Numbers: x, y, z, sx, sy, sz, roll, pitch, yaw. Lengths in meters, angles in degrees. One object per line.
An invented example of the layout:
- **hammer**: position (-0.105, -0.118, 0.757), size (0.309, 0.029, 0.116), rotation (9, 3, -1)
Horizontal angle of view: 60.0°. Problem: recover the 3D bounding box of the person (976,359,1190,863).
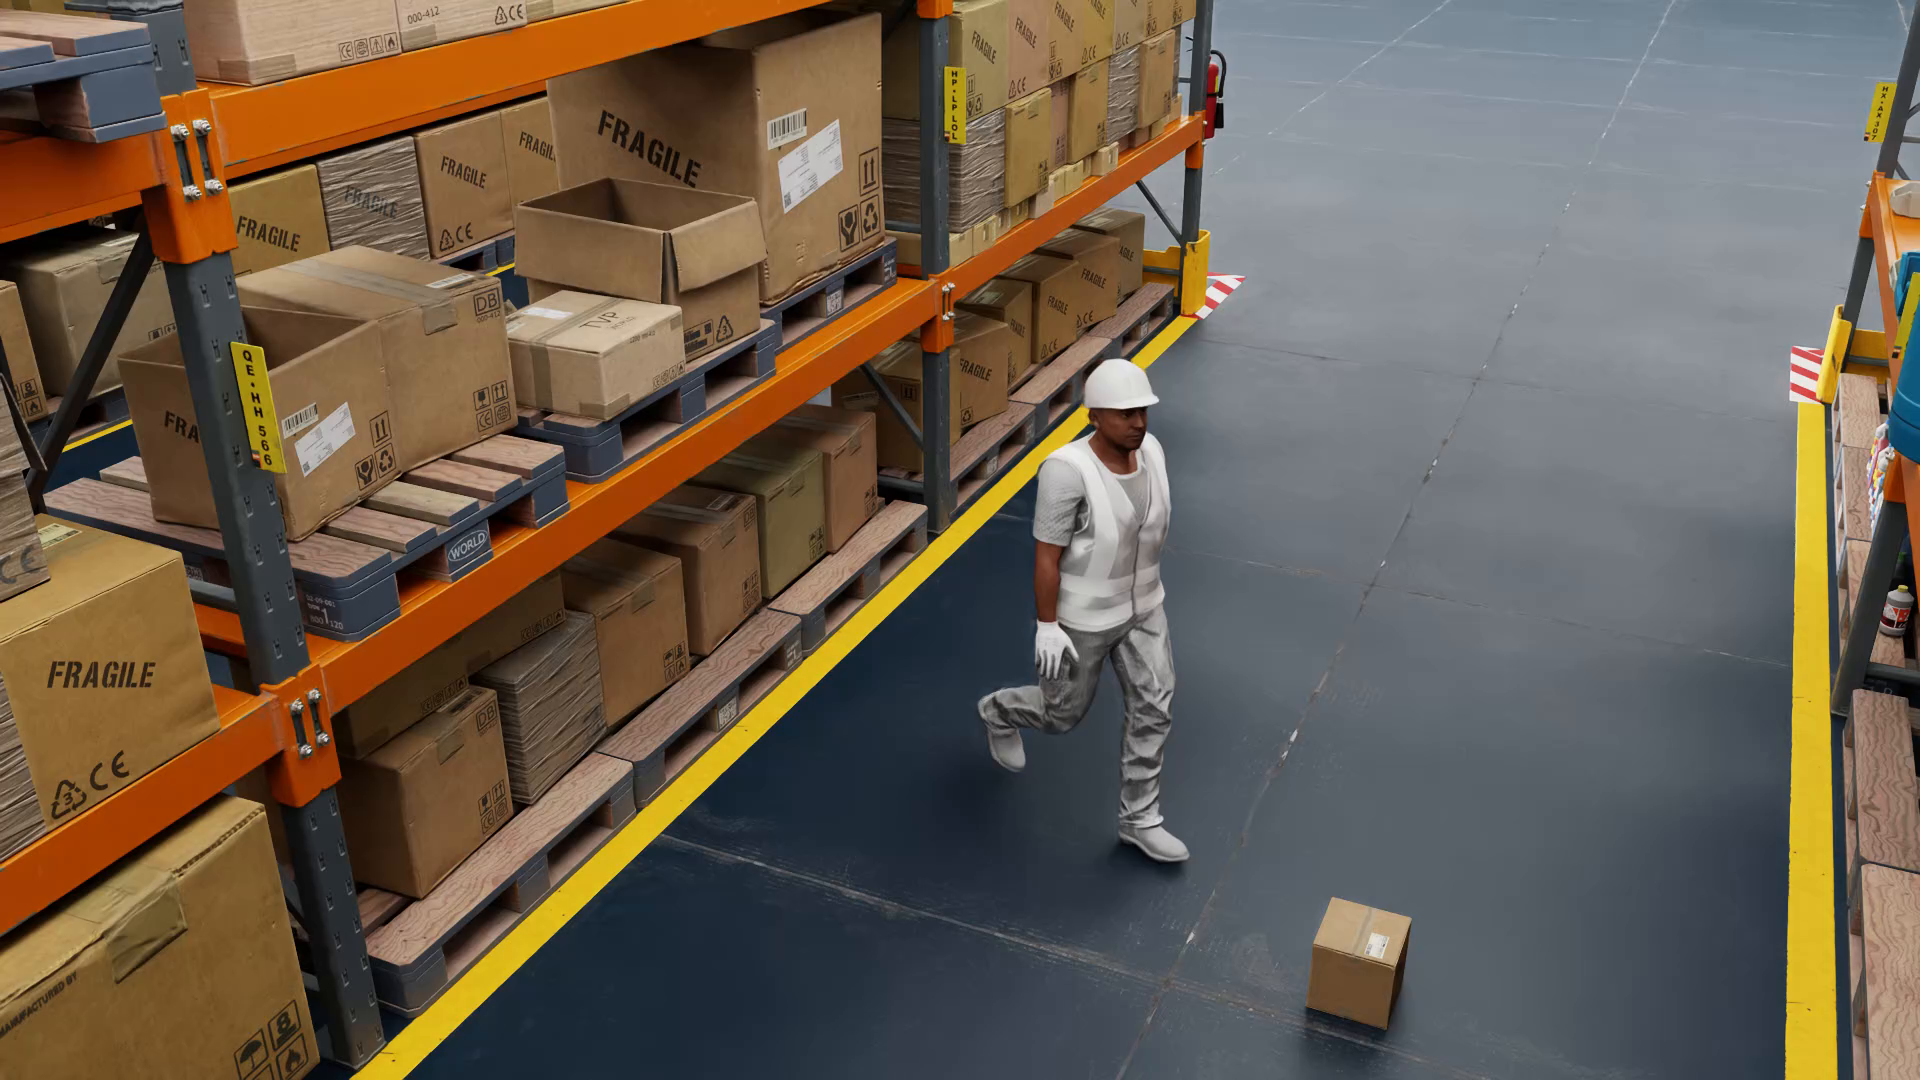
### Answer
- **person**: position (0.443, 0.206, 5.671), size (0.591, 1.752, 0.958), rotation (-17, 31, -31)
